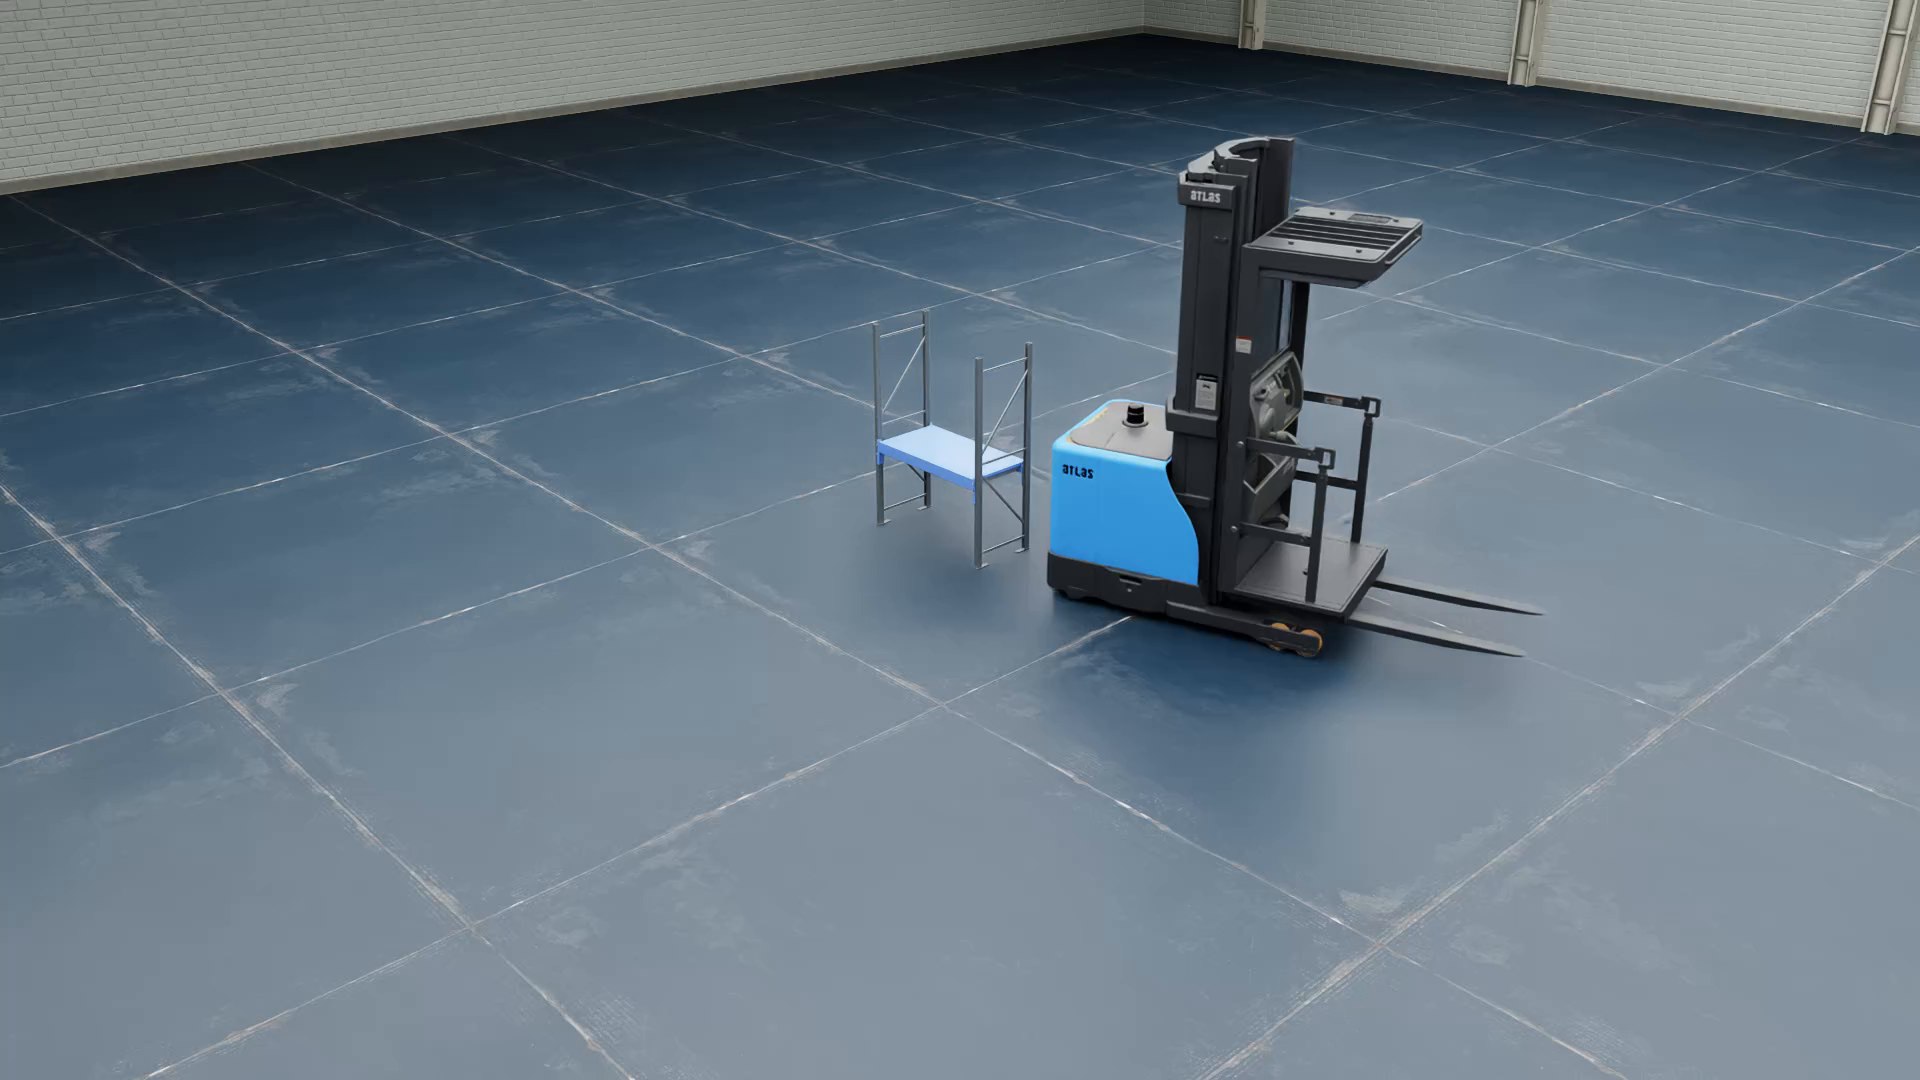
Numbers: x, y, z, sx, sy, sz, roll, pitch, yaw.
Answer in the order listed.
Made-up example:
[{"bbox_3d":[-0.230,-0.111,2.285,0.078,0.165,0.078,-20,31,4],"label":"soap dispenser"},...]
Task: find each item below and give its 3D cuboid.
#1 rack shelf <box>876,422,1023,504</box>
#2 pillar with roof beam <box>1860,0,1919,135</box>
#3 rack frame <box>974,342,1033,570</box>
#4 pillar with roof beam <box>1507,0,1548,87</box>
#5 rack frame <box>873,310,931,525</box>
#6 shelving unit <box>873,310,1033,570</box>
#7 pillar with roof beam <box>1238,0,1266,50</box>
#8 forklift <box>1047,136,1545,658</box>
[{"bbox_3d":[-0.058,-0.545,11.570,0.538,0.185,1.000,-21,32,-38],"label":"rack shelf"},{"bbox_3d":[10.895,-9.117,20.893,9.100,9.000,0.400,-21,32,-38],"label":"pillar with roof beam"},{"bbox_3d":[0.289,-0.554,11.158,0.500,1.500,0.032,-21,32,-38],"label":"rack frame"},{"bbox_3d":[6.794,-10.935,24.877,9.100,9.000,0.400,-21,32,-38],"label":"pillar with roof beam"},{"bbox_3d":[-0.406,-0.862,11.833,0.500,1.500,0.032,-21,32,-38],"label":"rack frame"},{"bbox_3d":[-0.058,-0.708,11.495,0.538,1.500,1.048,-21,32,-38],"label":"shelving unit"},{"bbox_3d":[2.693,-12.753,28.862,9.100,9.000,0.400,-21,32,-38],"label":"pillar with roof beam"},{"bbox_3d":[2.118,-0.867,10.119,3.031,2.935,1.130,12,27,25],"label":"forklift"}]
